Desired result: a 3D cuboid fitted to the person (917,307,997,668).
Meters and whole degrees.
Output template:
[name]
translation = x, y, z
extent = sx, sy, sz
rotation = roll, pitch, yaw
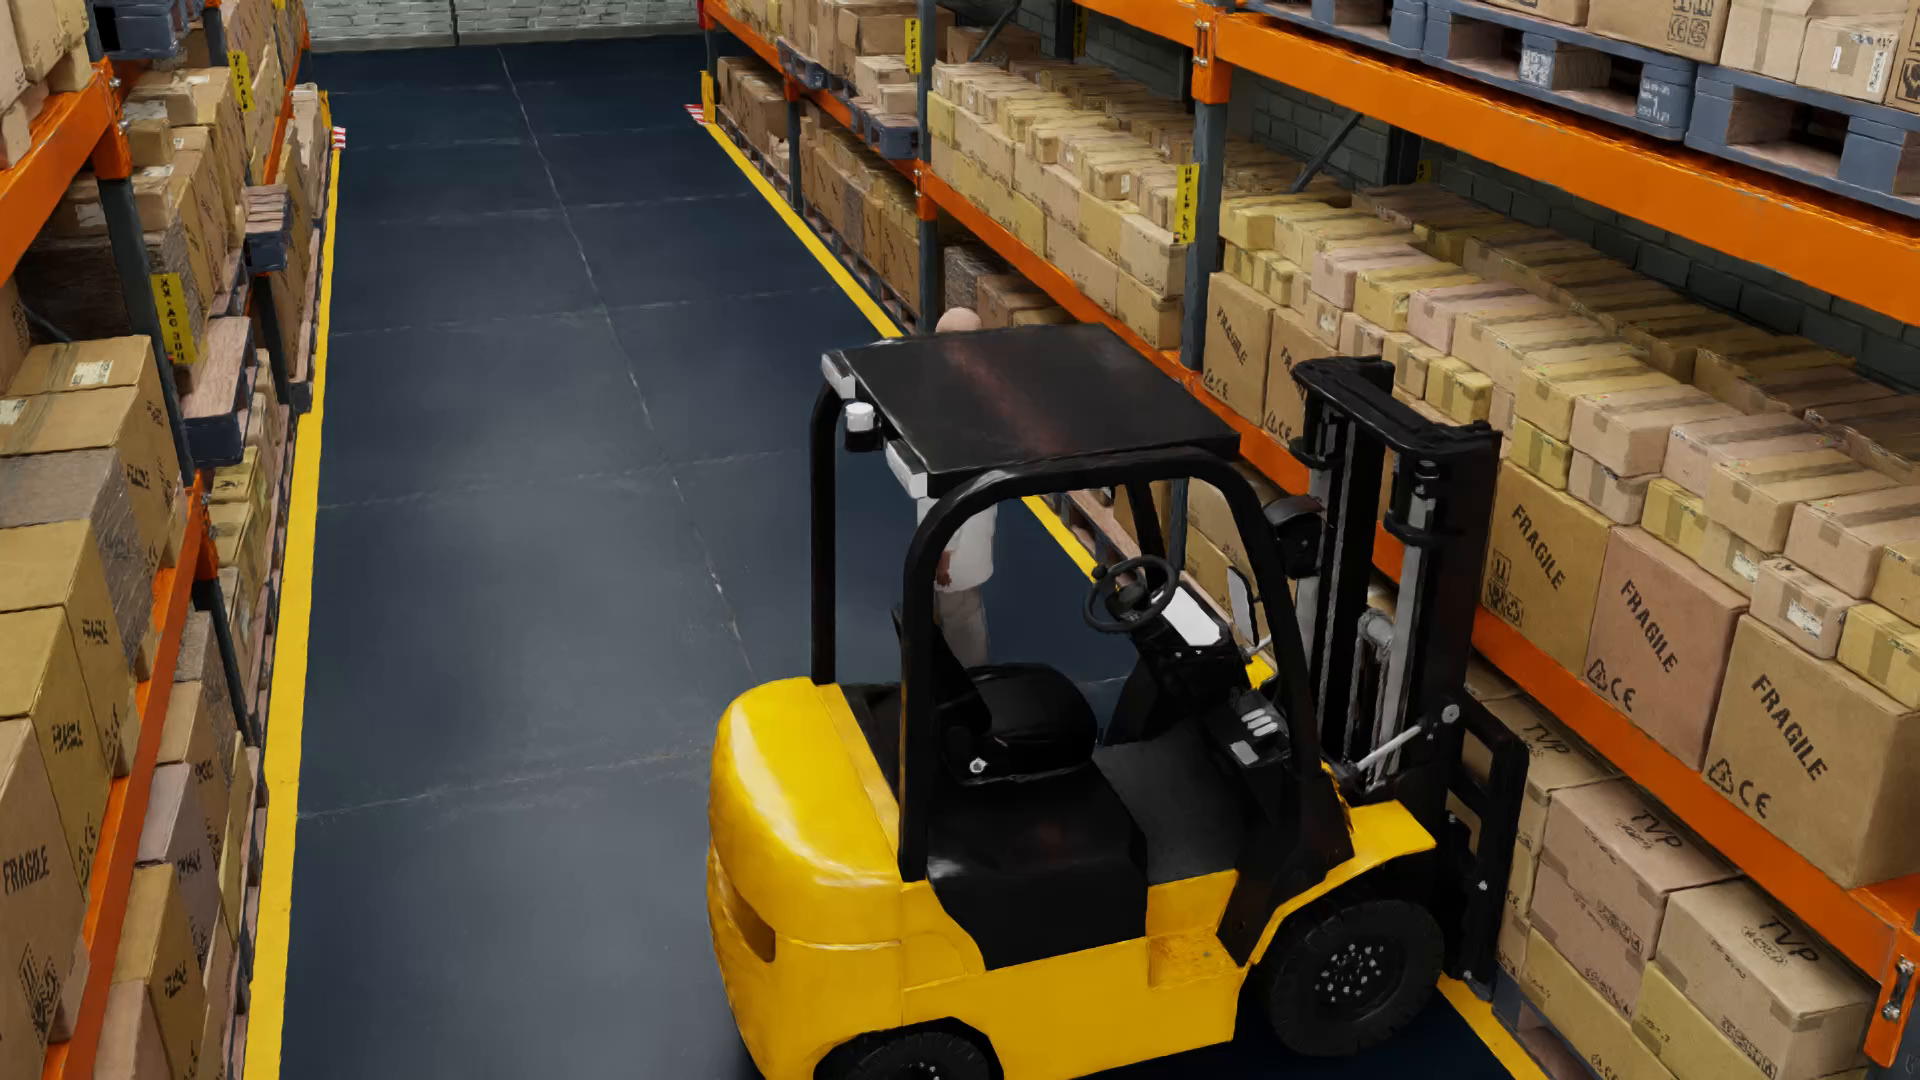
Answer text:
[person]
translation = -0.026, -0.081, 6.747
extent = 0.375, 1.781, 0.646
rotation = 4, 26, 9
